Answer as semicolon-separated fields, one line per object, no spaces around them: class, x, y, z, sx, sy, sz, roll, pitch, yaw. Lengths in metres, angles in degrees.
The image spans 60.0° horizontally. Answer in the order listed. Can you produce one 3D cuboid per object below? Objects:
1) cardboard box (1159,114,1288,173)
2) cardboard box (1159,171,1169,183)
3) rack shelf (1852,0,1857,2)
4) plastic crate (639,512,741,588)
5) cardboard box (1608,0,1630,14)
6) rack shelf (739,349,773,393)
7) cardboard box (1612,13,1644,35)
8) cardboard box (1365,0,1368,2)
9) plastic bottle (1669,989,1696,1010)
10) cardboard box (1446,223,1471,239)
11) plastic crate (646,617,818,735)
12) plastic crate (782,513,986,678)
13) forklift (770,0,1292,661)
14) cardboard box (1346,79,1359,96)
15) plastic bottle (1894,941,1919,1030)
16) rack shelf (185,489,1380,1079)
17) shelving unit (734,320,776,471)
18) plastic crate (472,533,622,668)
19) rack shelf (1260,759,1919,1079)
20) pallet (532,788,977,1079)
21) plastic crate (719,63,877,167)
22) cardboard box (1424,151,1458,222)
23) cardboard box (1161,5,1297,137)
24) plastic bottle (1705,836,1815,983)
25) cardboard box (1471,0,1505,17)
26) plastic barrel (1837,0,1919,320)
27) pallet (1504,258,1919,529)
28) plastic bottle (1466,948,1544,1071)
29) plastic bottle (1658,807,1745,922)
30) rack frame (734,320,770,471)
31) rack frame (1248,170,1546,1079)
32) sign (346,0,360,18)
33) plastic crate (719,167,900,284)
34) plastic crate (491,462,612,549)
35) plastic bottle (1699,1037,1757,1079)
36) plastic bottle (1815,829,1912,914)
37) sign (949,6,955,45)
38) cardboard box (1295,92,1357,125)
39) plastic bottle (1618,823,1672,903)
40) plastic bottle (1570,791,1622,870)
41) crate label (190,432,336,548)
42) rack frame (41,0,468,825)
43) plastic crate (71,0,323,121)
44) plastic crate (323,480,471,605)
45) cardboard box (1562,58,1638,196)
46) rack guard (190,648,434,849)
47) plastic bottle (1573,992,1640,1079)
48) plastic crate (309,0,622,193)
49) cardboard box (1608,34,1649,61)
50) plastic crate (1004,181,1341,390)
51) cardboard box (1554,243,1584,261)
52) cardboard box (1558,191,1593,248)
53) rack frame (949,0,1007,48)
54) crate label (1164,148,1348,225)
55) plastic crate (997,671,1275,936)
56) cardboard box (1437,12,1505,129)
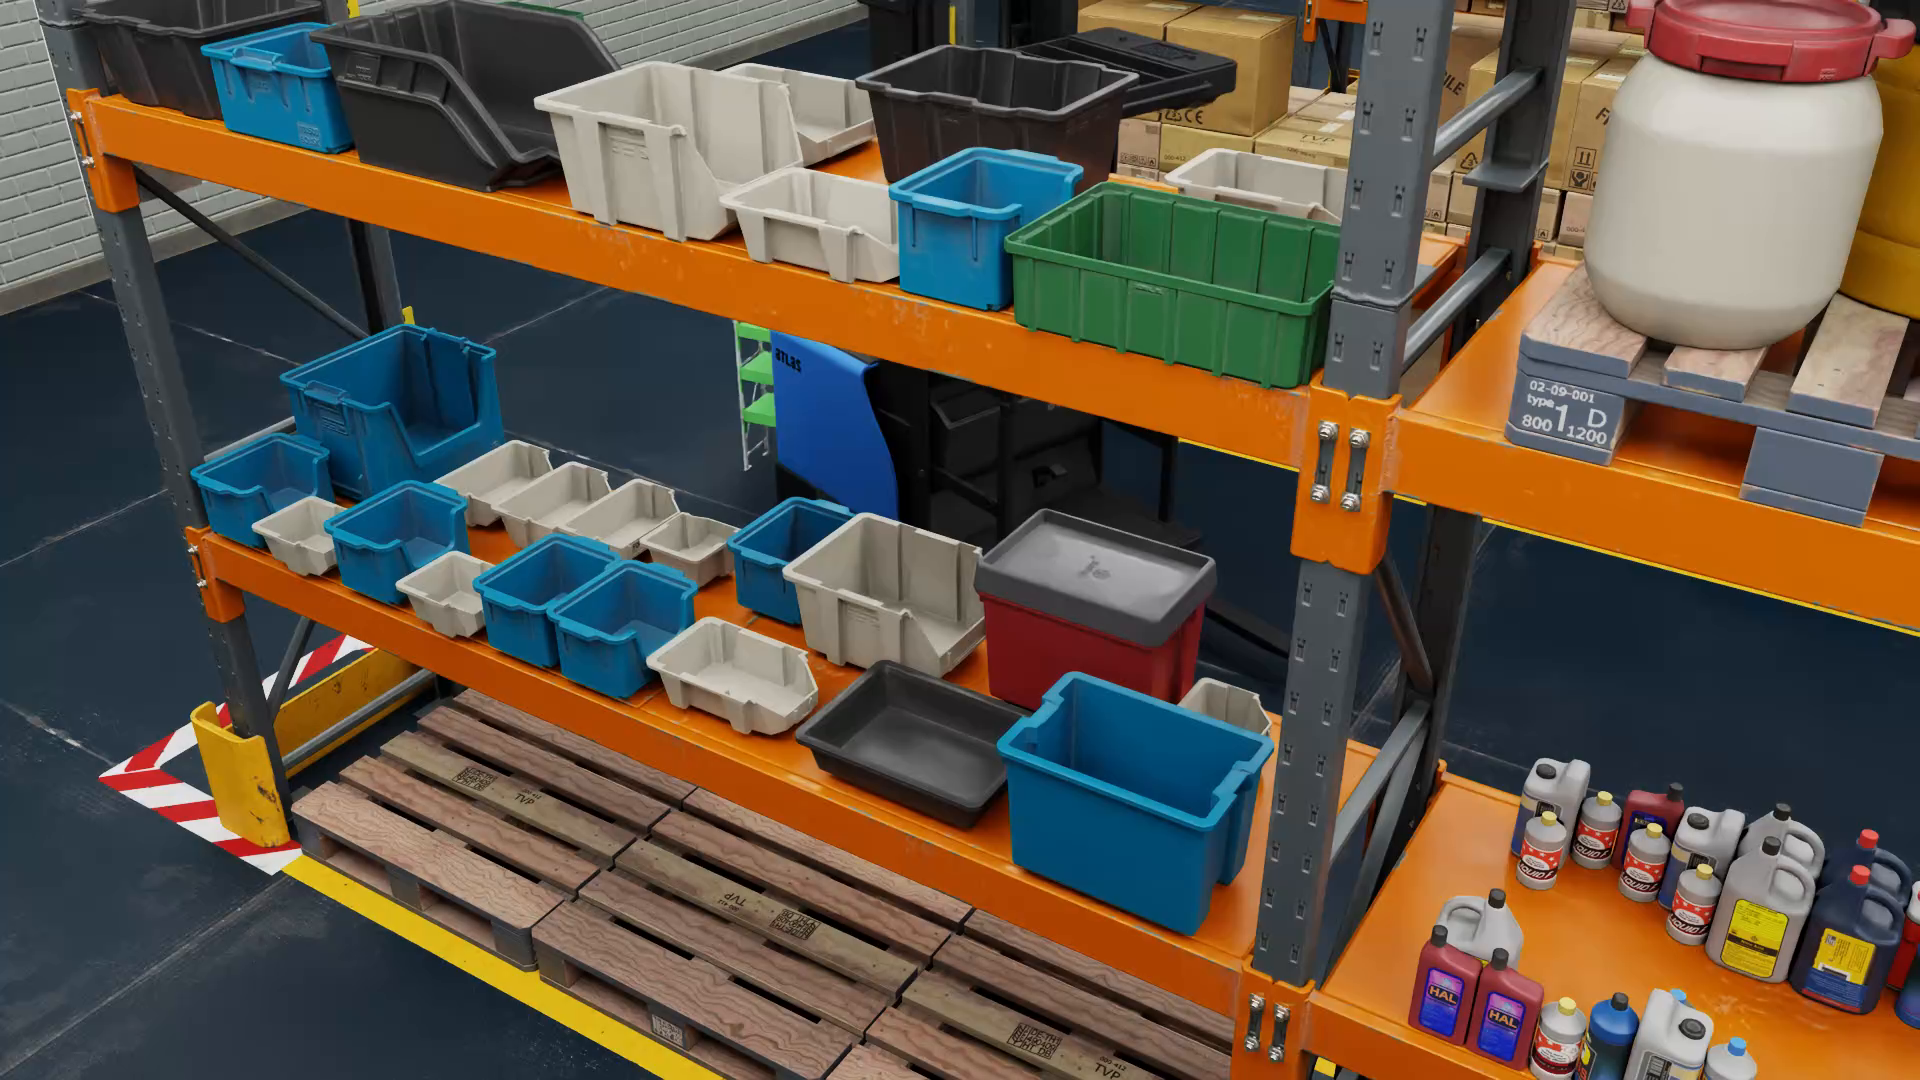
cardboard box;1.376;-2.077;8.687;0.500;0.250;0.500;16;34;26
cardboard box;1.242;-1.911;8.798;0.250;0.149;0.380;17;34;26
rack shelf;5.327;-1.907;6.280;4.000;0.370;1.077;18;35;27
plastic crate;-0.854;0.033;5.419;0.250;0.136;0.298;18;35;27
cardboard box;4.936;-4.002;11.739;0.500;0.500;0.500;17;34;27
rack shelf;-0.873;-0.839;8.624;0.480;0.148;0.258;13;33;21
cardboard box;4.880;-3.766;11.979;0.250;0.149;0.380;17;34;27
cardboard box;3.305;-4.234;12.780;0.250;0.149;0.380;19;35;29
plastic bottle;1.550;1.068;3.640;0.097;0.201;0.097;0;30;0
cardboard box;2.547;-1.498;8.091;0.250;0.149;0.380;18;35;28
plastic crate;-0.635;0.405;4.780;0.466;0.136;0.293;18;35;27
plastic crate;-0.196;0.193;5.000;0.530;0.282;0.437;18;35;27
forklift;0.398;-0.991;7.039;1.130;2.935;3.031;-23;37;-33
cardboard box;3.231;-3.541;13.165;0.250;0.149;0.380;16;34;25
plastic bottle;2.192;0.970;3.738;0.097;0.271;0.097;0;30;0
rack shelf;-0.694;0.431;5.249;4.000;0.370;1.077;18;35;27
shelving unit;-0.873;-0.894;8.592;0.503;1.200;0.258;13;33;21
plastic crate;-1.239;0.190;5.054;0.300;0.233;0.416;18;35;27
rack shelf;2.694;1.502;3.412;4.000;0.370;1.077;18;35;27
pallet;-0.681;1.353;5.721;1.213;0.211;1.003;18;35;27
plastic crate;-0.506;-1.150;4.529;0.530;0.136;0.437;18;35;27
cardboard box;2.248;-1.802;8.217;0.500;0.250;0.500;18;35;28
cardboard box;1.374;-2.403;8.503;0.500;0.500;0.500;17;34;26
plastic bottle;1.876;0.845;3.874;0.185;0.351;0.144;18;35;27
cardboard box;4.014;-4.045;12.456;0.250;0.149;0.380;17;34;27
plastic barrel;1.881;-0.745;2.970;0.600;0.588;0.600;0;30;0
pallet;1.716;-0.390;3.153;1.003;0.211;1.213;18;35;27
plastic bottle;1.197;1.022;3.637;0.133;0.283;0.061;18;35;27
plastic bottle;1.815;0.775;4.068;0.135;0.276;0.152;18;35;27
rack frame;-1.095;-0.945;8.679;0.015;1.200;0.240;13;33;21
rack frame;1.000;0.656;4.149;0.127;3.000;1.000;18;35;27
sign;-2.109;-1.905;5.667;0.005;0.325;0.100;18;35;27
plastic crate;-0.280;-0.704;3.766;0.466;0.136;0.293;18;35;27
plastic crate;-1.363;-0.103;5.652;0.243;0.136;0.396;18;35;27
plastic bottle;1.583;1.139;3.449;0.097;0.271;0.097;0;30;0
plastic bottle;2.109;0.833;3.894;0.185;0.351;0.144;18;35;27
sign;-0.055;-2.703;8.968;0.005;0.325;0.100;18;35;27
cardboard box;2.100;-2.167;8.841;0.500;0.250;0.500;18;35;27
plastic bottle;1.699;0.790;4.116;0.097;0.201;0.097;0;30;0
plastic bottle;1.618;0.728;4.222;0.097;0.201;0.097;0;30;0
crate label;-2.354;-0.163;5.659;0.303;0.233;0.416;18;35;27
rack frame;-2.388;-0.416;5.986;0.127;3.000;1.000;18;35;27
plastic crate;-2.210;-1.433;4.883;0.590;0.269;0.497;18;35;27
plastic crate;-1.796;0.013;5.357;0.300;0.233;0.416;18;35;27
cardboard box;3.102;-1.855;7.562;0.500;0.500;0.500;19;35;29
rack guard;-2.415;0.663;6.618;0.348;0.500;1.175;18;35;27
plastic bottle;1.387;1.076;3.556;0.097;0.271;0.097;0;30;0
plastic crate;-1.240;-1.158;4.343;0.767;0.338;0.504;18;35;27
cardboard box;3.363;-2.083;7.954;0.500;0.500;0.500;18;35;27
plastic crate;0.480;-0.533;3.420;0.662;0.188;0.450;18;35;27
cardboard box;2.982;-1.361;7.855;0.250;0.149;0.380;18;35;28
cardboard box;3.119;-1.528;7.746;0.500;0.250;0.500;17;34;26
rack frame;0.245;-2.530;9.610;0.127;3.000;1.000;18;35;27
crate label;0.739;-0.781;3.896;0.466;0.136;0.293;18;35;27
plastic crate;0.423;0.657;4.103;0.575;0.384;0.392;18;35;27
cardboard box;2.507;-2.356;8.421;0.500;0.500;0.500;16;34;26
